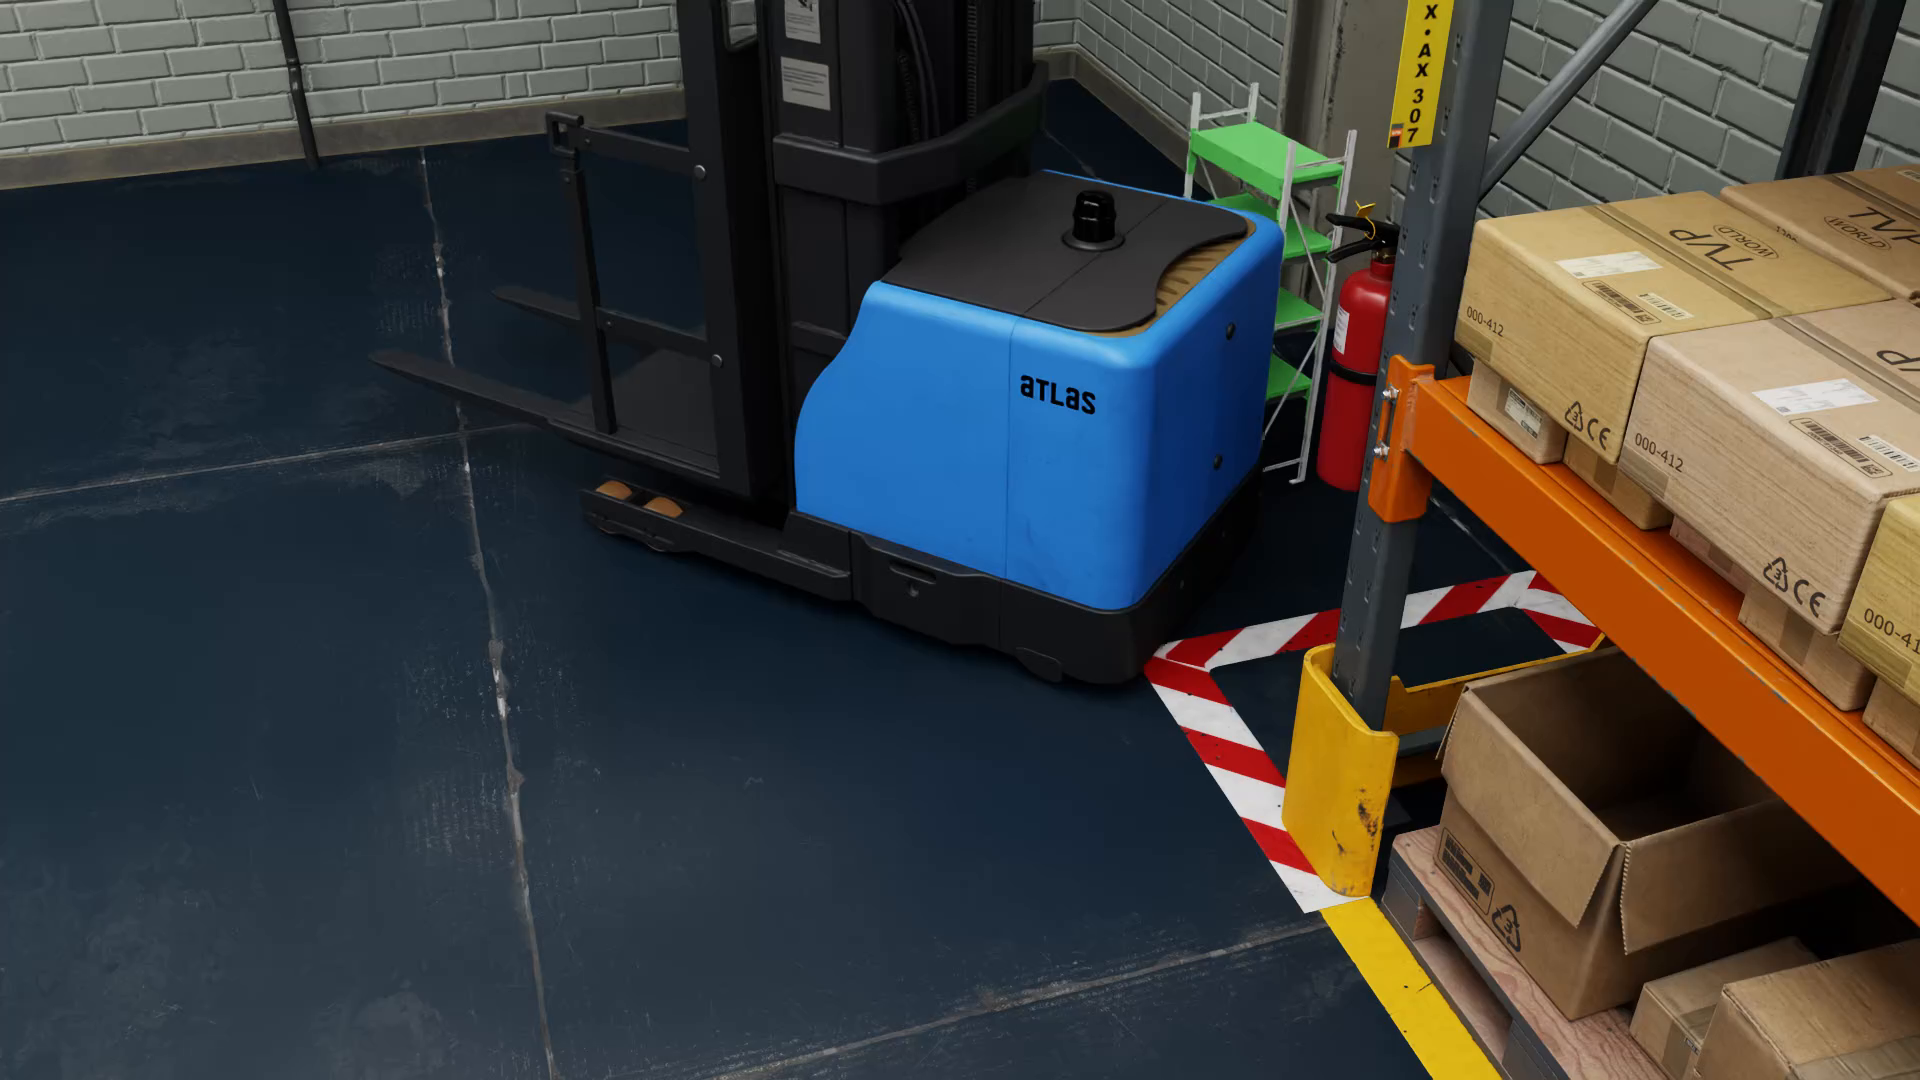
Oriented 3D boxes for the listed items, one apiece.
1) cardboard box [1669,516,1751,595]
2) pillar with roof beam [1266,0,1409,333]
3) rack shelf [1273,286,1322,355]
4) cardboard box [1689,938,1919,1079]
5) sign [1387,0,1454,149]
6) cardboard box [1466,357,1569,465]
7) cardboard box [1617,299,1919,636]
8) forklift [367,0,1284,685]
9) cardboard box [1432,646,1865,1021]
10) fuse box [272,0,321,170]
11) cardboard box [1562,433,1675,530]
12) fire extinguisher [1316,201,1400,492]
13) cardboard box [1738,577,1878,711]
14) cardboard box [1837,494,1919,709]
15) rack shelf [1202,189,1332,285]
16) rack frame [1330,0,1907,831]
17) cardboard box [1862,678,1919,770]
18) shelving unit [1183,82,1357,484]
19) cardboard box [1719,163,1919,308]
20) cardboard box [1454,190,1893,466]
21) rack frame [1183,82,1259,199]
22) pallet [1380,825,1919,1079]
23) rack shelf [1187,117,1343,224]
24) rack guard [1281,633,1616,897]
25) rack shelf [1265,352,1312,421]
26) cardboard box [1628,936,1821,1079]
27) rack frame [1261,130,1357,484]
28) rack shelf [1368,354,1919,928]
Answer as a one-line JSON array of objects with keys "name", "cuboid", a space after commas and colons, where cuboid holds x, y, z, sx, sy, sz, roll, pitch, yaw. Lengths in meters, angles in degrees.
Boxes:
[{"name": "cardboard box", "cuboid": [1.452, -0.037, 2.813, 0.380, 0.149, 0.250, -10, 35, -15]}, {"name": "pillar with roof beam", "cuboid": [-2.686, -3.965, 3.088, 9.100, 9.000, 0.400, -10, 35, -15]}, {"name": "rack shelf", "cuboid": [0.937, -0.742, 5.396, 0.258, 0.148, 0.480, -15, 36, -23]}, {"name": "cardboard box", "cuboid": [1.698, 1.041, 2.840, 0.700, 0.500, 0.500, -9, 34, -13]}, {"name": "sign", "cuboid": [0.861, -0.889, 3.089, 0.100, 0.325, 0.005, -10, 35, -15]}, {"name": "cardboard box", "cuboid": [1.217, -0.295, 3.204, 0.380, 0.149, 0.250, -10, 35, -15]}, {"name": "cardboard box", "cuboid": [1.414, -0.132, 2.595, 0.500, 0.250, 0.500, -10, 35, -14]}, {"name": "forklift", "cuboid": [-0.605, -1.418, 4.738, 3.031, 2.935, 1.130, 18, 37, 25]}, {"name": "cardboard box", "cuboid": [1.475, 0.585, 3.528, 0.797, 0.503, 0.637, -11, 35, -17]}, {"name": "fuse box", "cuboid": [-3.045, -2.478, 7.447, 0.539, 1.711, 0.414, -10, 35, -15]}, {"name": "cardboard box", "cuboid": [1.339, -0.169, 3.013, 0.380, 0.149, 0.250, -9, 35, -14]}, {"name": "fire extinguisher", "cuboid": [0.893, -0.430, 3.589, 0.296, 0.674, 0.183, -10, 35, -15]}, {"name": "cardboard box", "cuboid": [1.471, 0.106, 2.597, 0.380, 0.149, 0.250, -9, 34, -13]}, {"name": "cardboard box", "cuboid": [1.572, 0.134, 2.193, 0.500, 0.250, 0.500, -11, 35, -16]}, {"name": "rack shelf", "cuboid": [0.941, -0.943, 5.265, 0.258, 0.148, 0.480, -15, 36, -23]}, {"name": "rack frame", "cuboid": [1.378, -0.619, 3.465, 1.000, 3.000, 0.127, -10, 35, -15]}, {"name": "cardboard box", "cuboid": [1.557, 0.244, 2.387, 0.380, 0.149, 0.250, -9, 35, -14]}, {"name": "shelving unit", "cuboid": [0.938, -0.795, 5.361, 0.258, 1.200, 0.503, -15, 36, -23]}, {"name": "cardboard box", "cuboid": [1.771, -0.483, 3.127, 0.500, 0.250, 0.500, -9, 35, -13]}, {"name": "cardboard box", "cuboid": [1.260, -0.397, 2.996, 0.500, 0.250, 0.500, -10, 35, -14]}, {"name": "rack frame", "cuboid": [0.826, -0.915, 5.542, 0.240, 1.200, 0.015, -15, 36, -23]}, {"name": "pallet", "cuboid": [1.645, 1.003, 3.541, 1.003, 0.211, 1.213, -10, 35, -15]}, {"name": "rack shelf", "cuboid": [0.945, -1.144, 5.134, 0.258, 0.148, 0.480, -15, 36, -23]}, {"name": "rack guard", "cuboid": [1.401, 0.464, 4.094, 1.175, 0.500, 0.348, -10, 35, -15]}, {"name": "rack shelf", "cuboid": [0.933, -0.541, 5.526, 0.258, 0.148, 0.480, -15, 36, -23]}, {"name": "cardboard box", "cuboid": [1.567, 0.962, 3.278, 0.380, 0.149, 0.250, -11, 35, -17]}, {"name": "rack frame", "cuboid": [1.050, -0.676, 5.180, 0.240, 1.200, 0.015, -15, 36, -23]}, {"name": "rack shelf", "cuboid": [1.988, 0.732, 2.075, 1.077, 0.370, 4.000, -10, 35, -15]}]
